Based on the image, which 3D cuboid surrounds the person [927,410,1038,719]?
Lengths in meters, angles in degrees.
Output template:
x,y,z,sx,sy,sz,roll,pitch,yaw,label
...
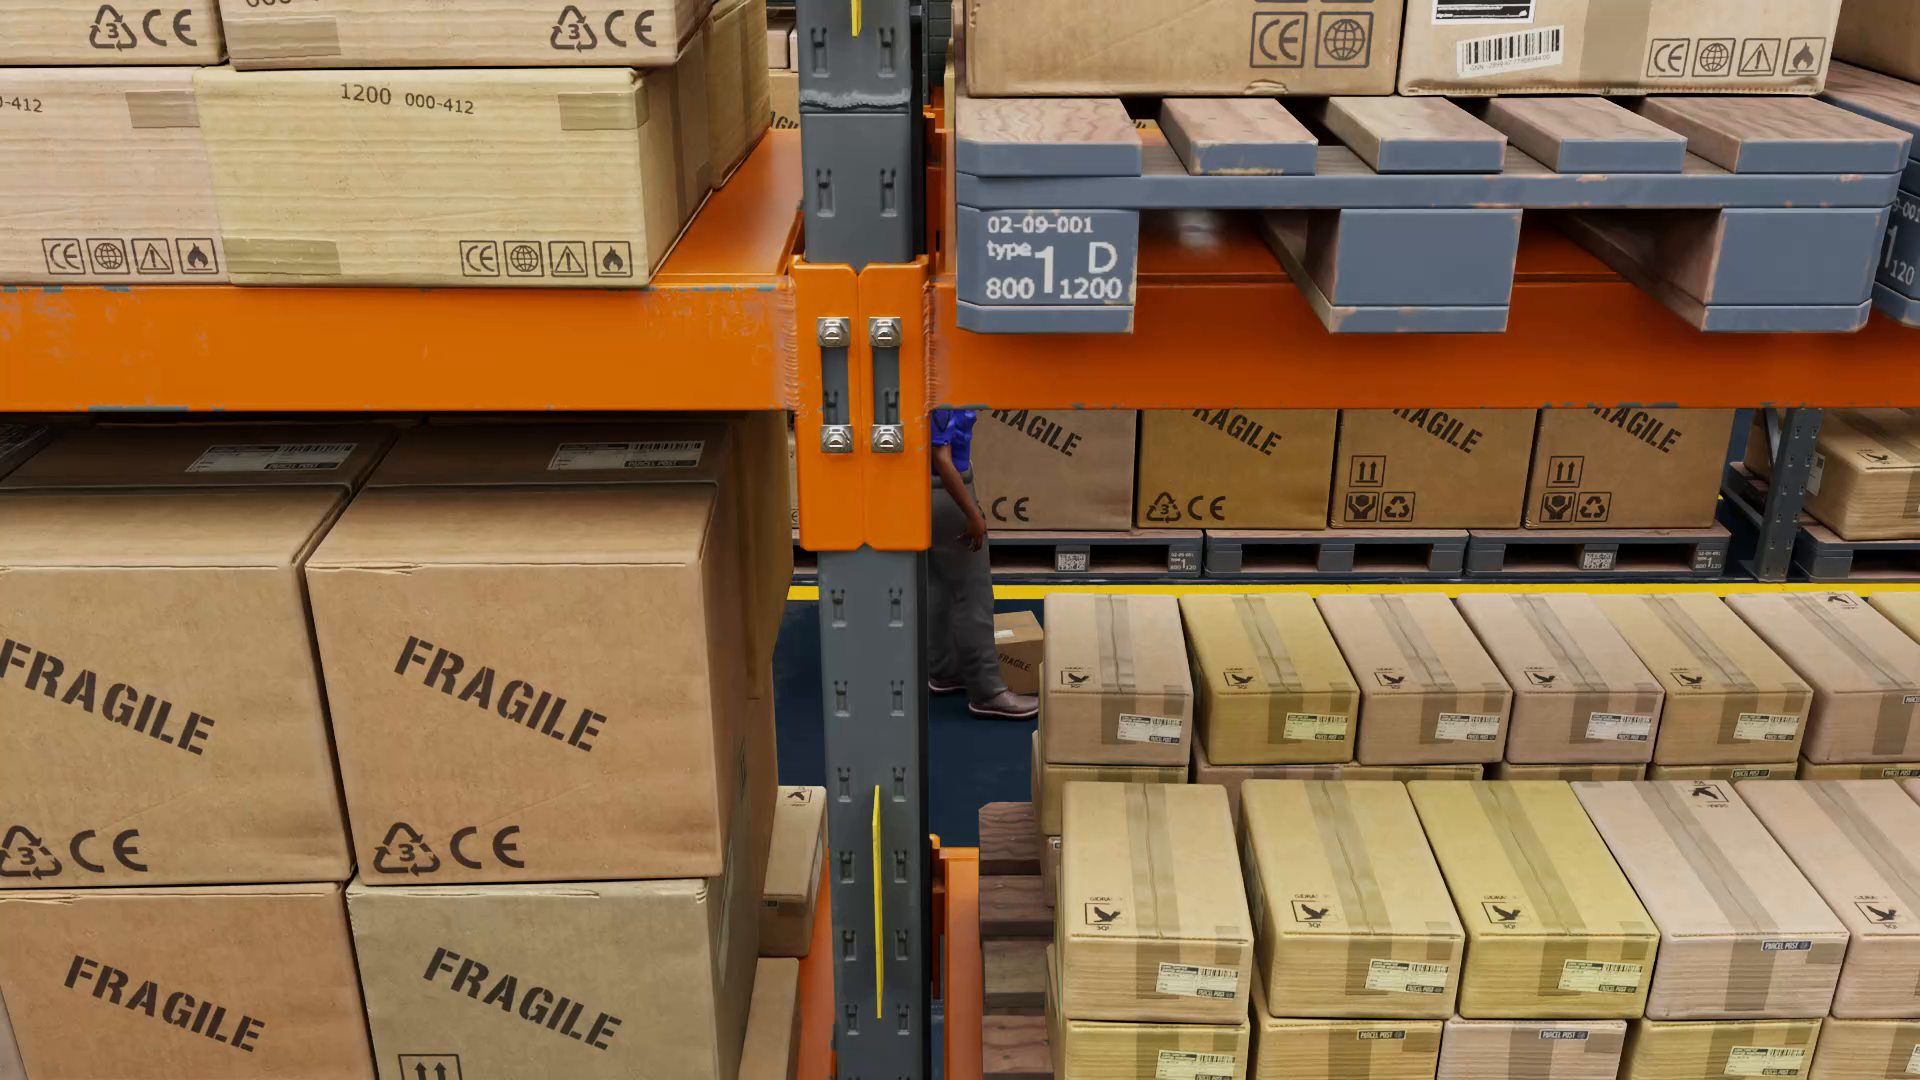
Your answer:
x,y,z,sx,sy,sz,roll,pitch,yaw,label
0.031,-0.139,6.399,0.503,1.656,0.550,-6,25,-13,person
